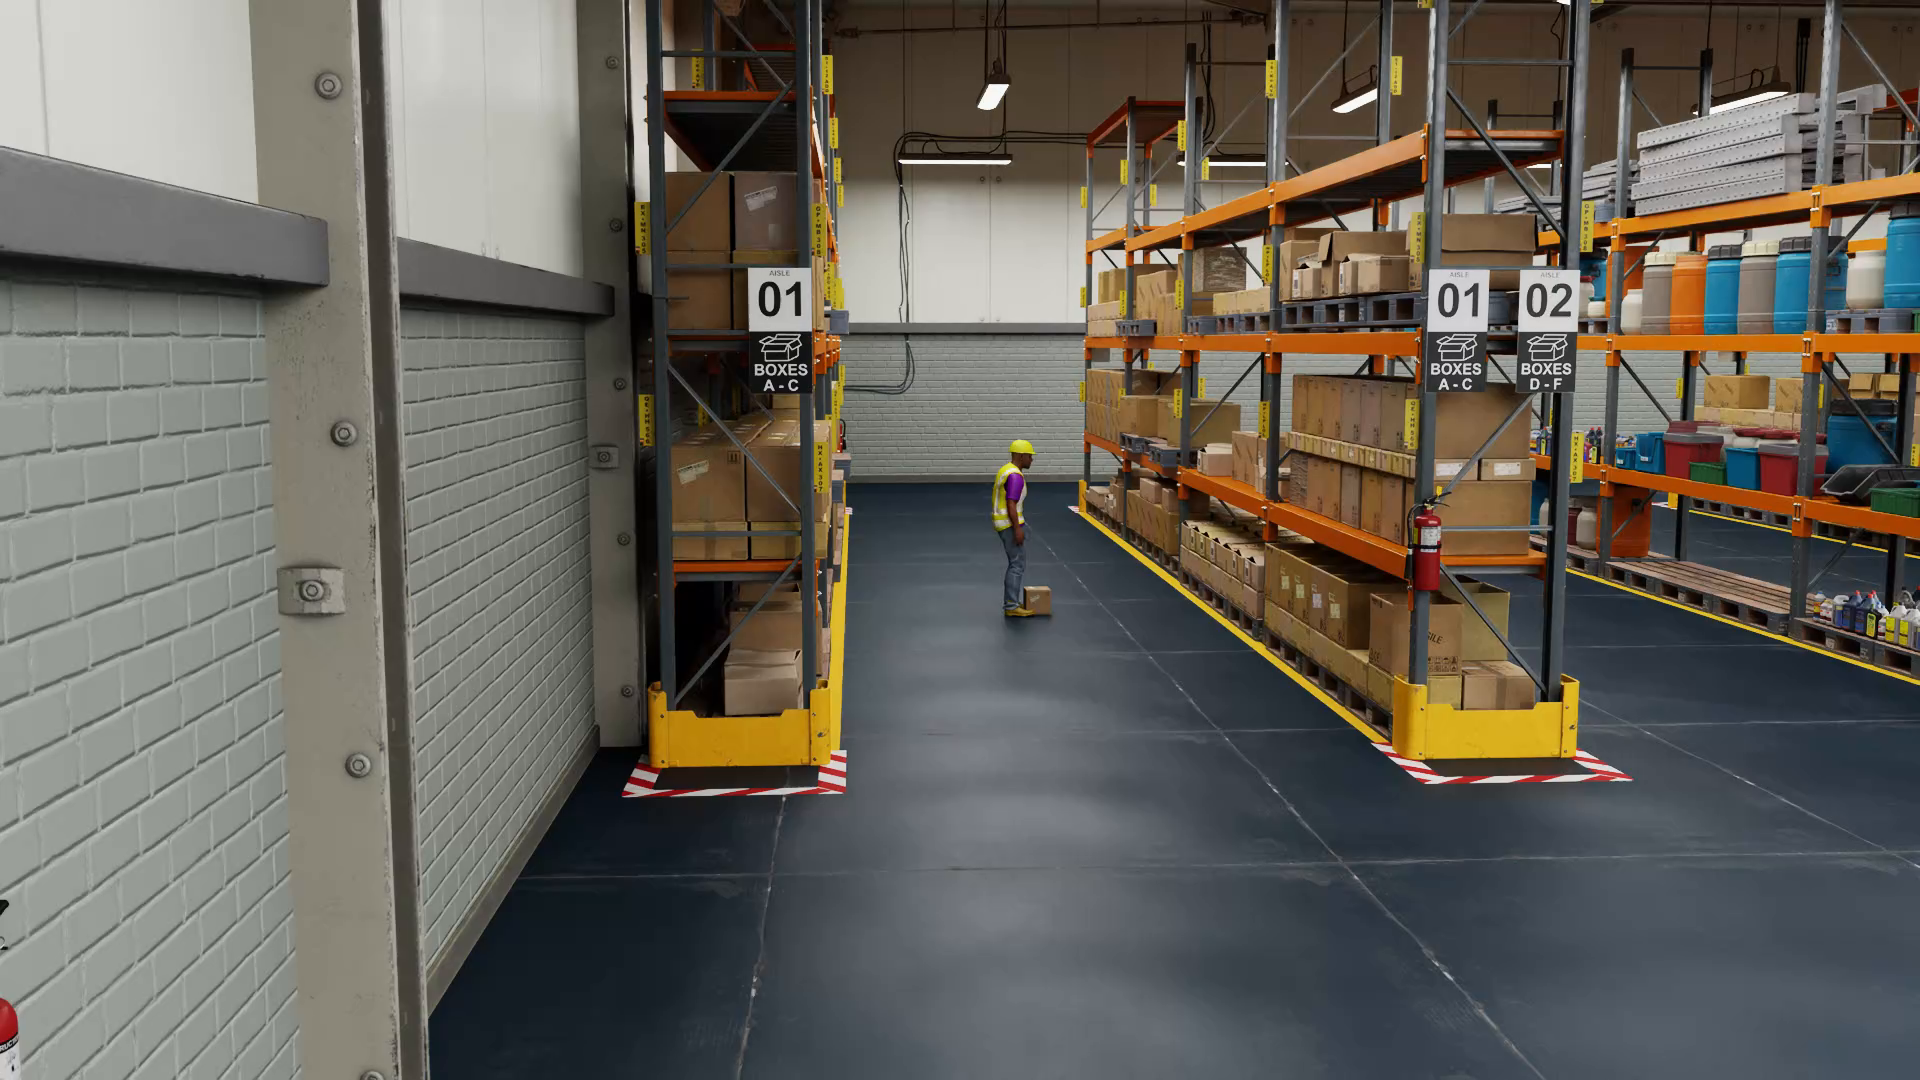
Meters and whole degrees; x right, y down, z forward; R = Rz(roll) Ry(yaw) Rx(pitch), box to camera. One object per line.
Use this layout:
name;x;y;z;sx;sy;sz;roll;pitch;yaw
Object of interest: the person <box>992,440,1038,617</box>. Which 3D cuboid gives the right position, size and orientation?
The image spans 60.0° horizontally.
person;0.553;-0.130;16.755;0.460;1.760;0.627;0;7;-4
